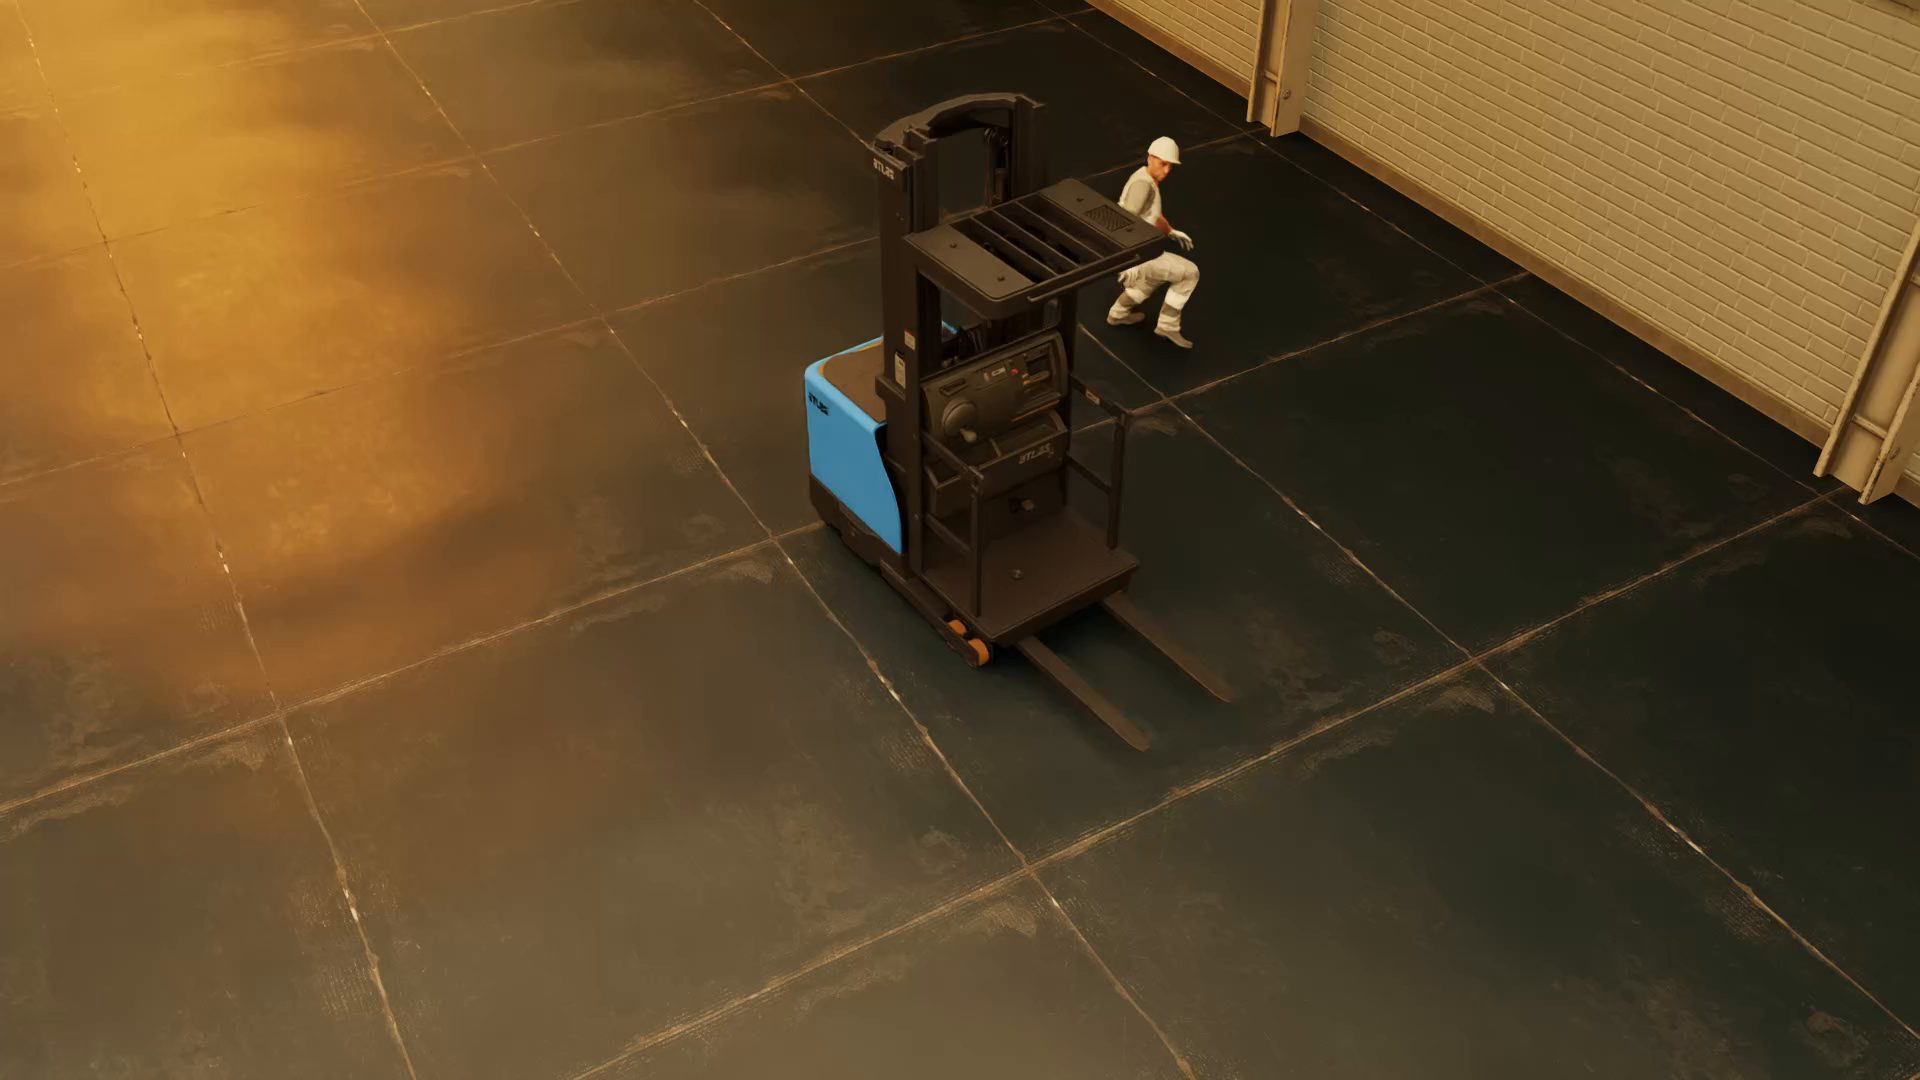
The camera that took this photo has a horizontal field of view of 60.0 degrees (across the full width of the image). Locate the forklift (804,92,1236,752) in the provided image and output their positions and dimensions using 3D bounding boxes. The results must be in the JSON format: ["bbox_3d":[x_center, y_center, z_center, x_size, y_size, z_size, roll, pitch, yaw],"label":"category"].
[{"bbox_3d":[0.329,-0.760,8.952,1.130,2.935,3.031,-25,46,-27],"label":"forklift"}]

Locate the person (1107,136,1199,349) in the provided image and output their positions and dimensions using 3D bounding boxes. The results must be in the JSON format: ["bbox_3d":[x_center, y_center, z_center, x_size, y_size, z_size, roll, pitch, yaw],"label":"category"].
[{"bbox_3d":[1.367,-2.033,11.612,0.701,1.542,0.801,-5,40,-6],"label":"person"}]
